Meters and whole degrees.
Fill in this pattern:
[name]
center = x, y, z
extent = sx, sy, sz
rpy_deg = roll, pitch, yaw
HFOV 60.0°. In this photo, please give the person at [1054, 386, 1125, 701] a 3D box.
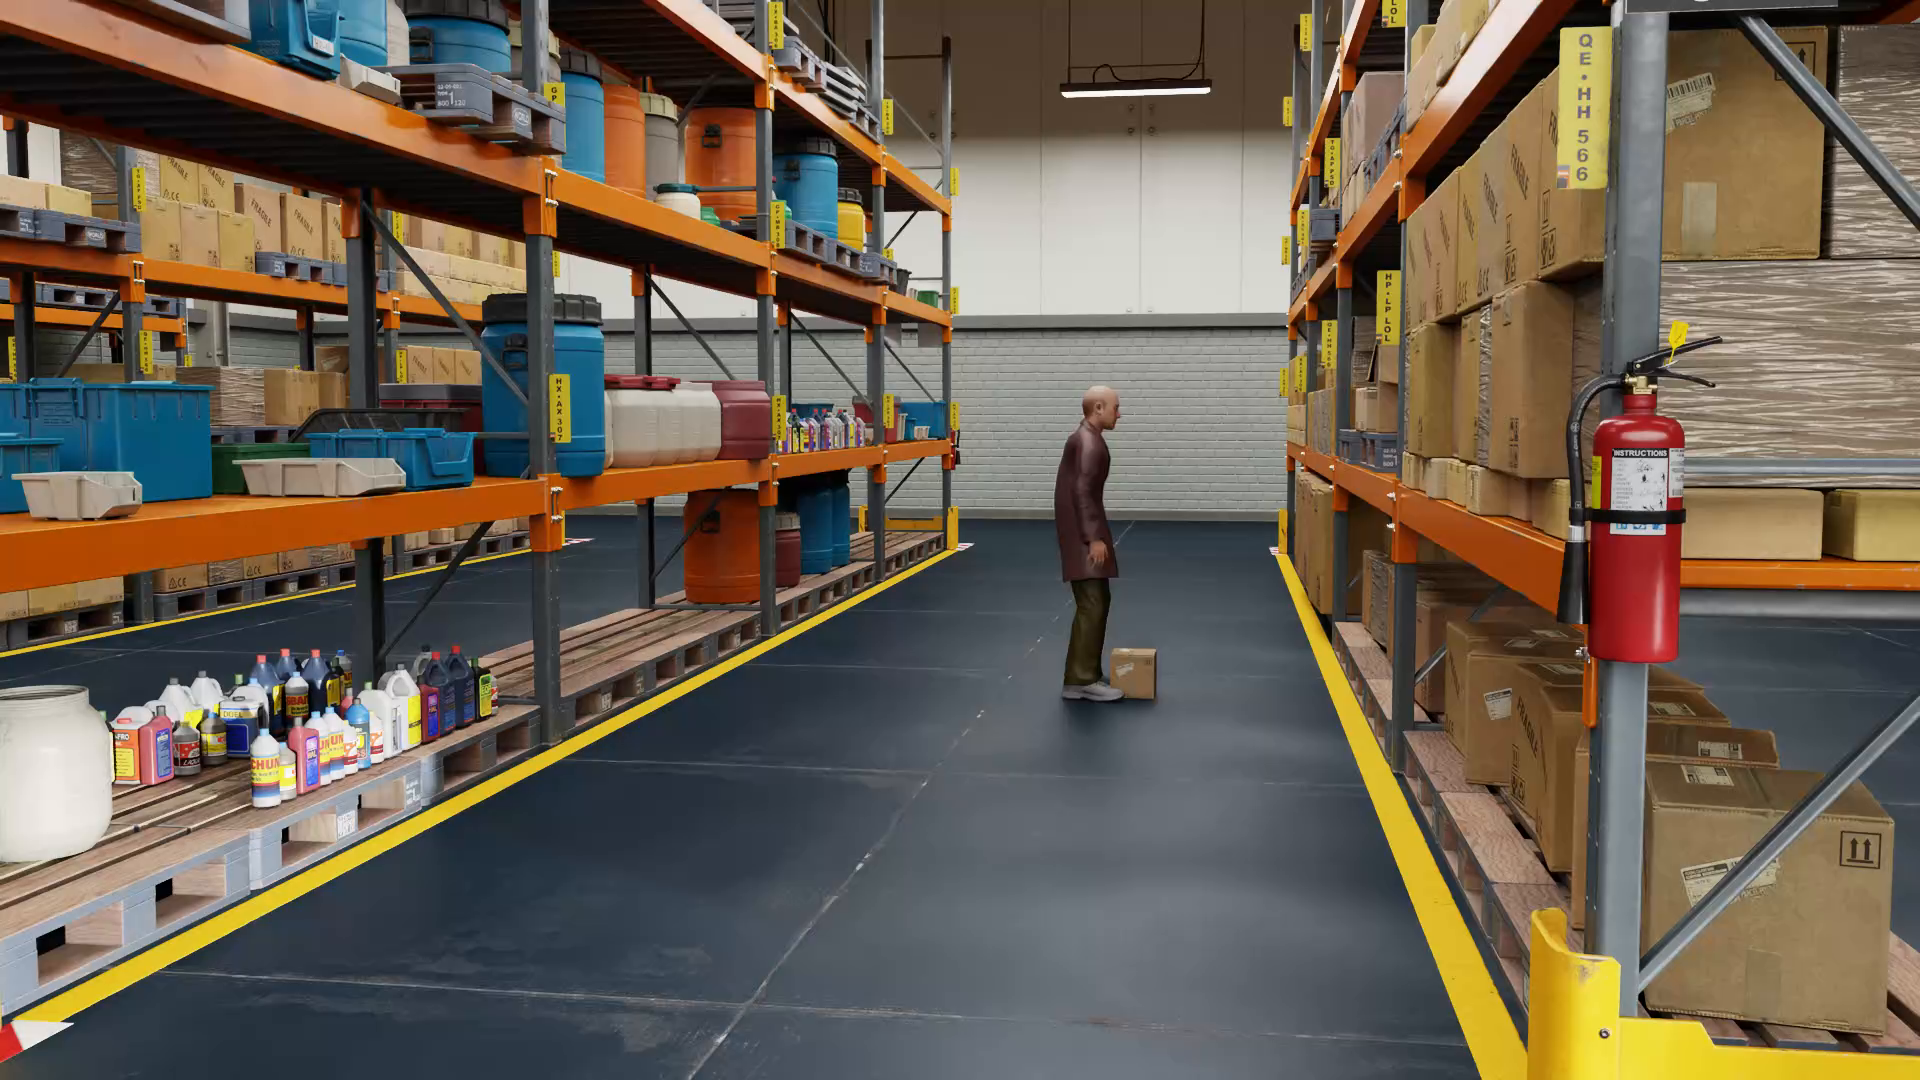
[person]
center = 0.752, 0.003, 9.548
extent = 0.427, 1.773, 0.652
rpy_deg = 0, 4, 5
